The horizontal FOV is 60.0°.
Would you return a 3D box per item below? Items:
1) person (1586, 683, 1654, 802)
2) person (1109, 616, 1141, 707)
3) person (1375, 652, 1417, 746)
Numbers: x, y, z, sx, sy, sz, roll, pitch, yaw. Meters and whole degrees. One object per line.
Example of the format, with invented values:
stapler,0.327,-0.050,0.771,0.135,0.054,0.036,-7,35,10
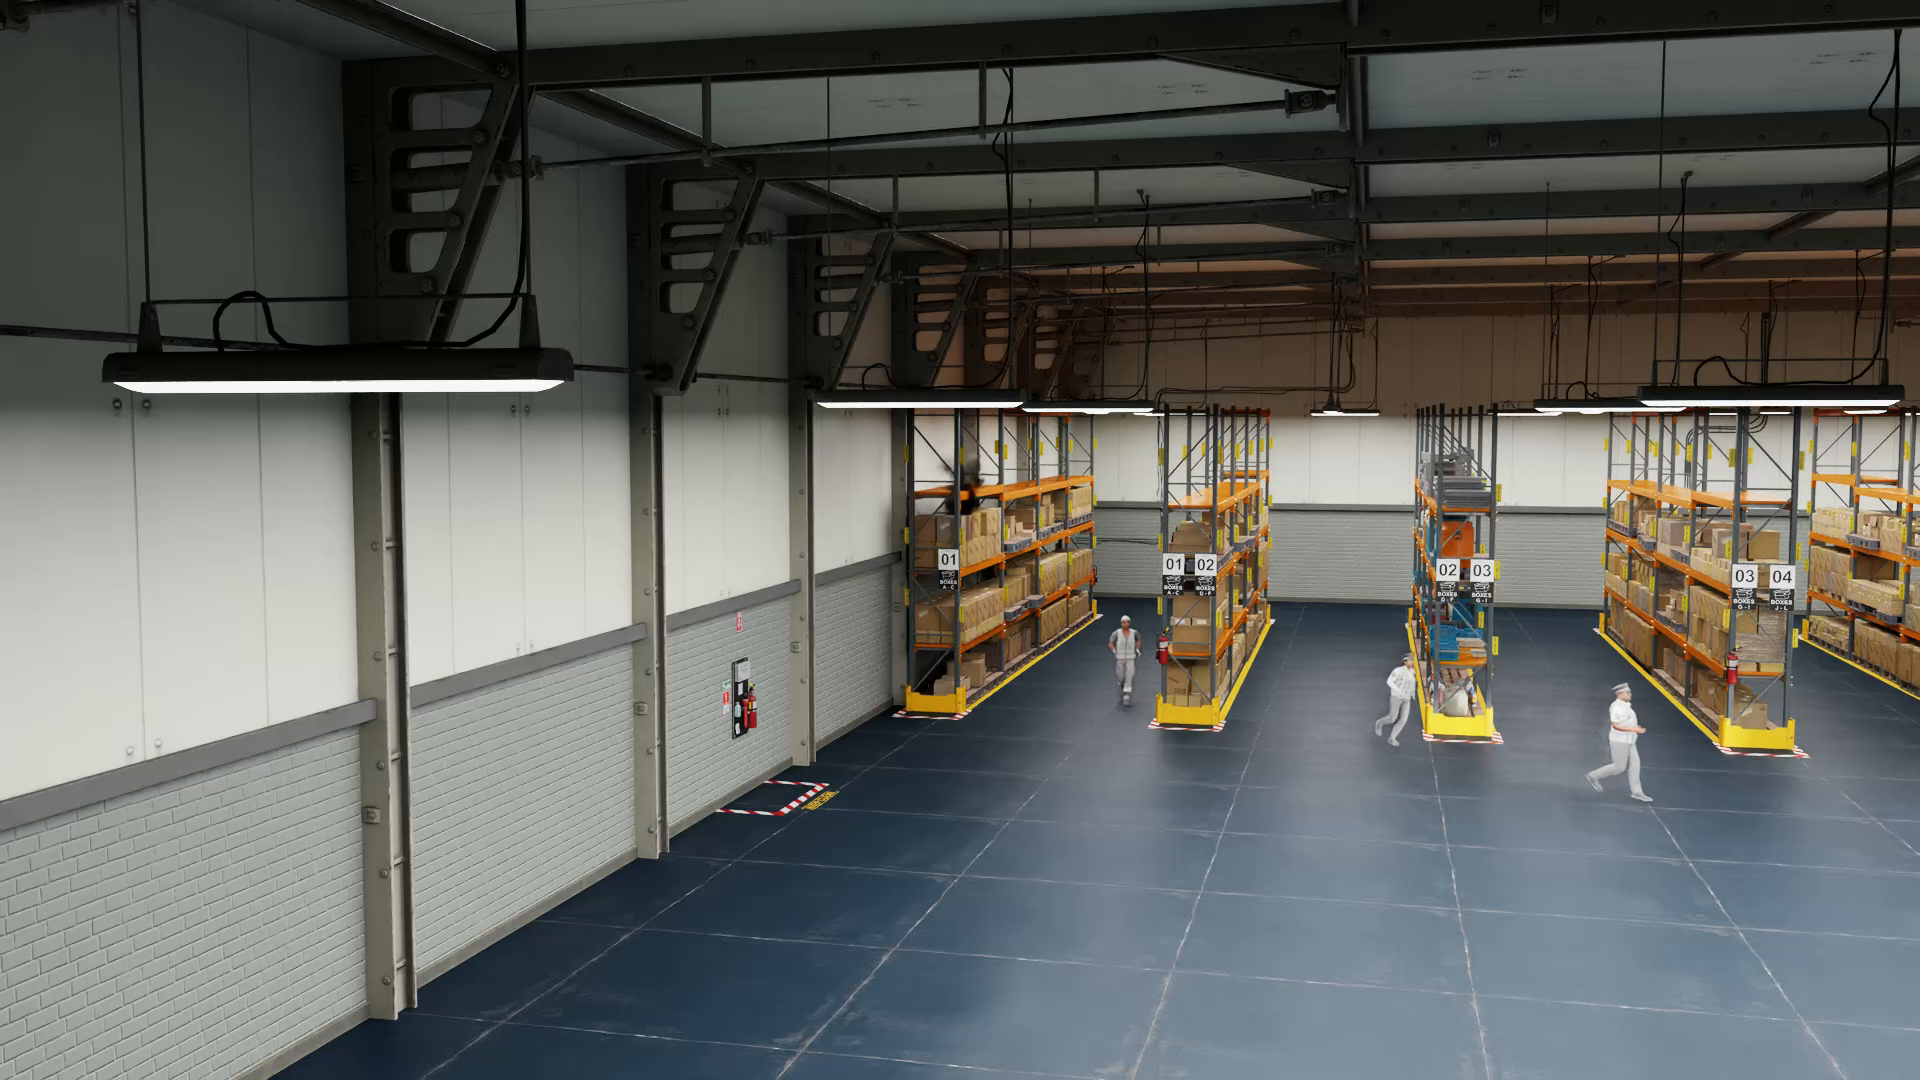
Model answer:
person,9.924,3.015,24.956,0.954,1.779,0.664,3,5,34
person,3.320,2.402,33.408,0.657,1.778,0.953,0,4,4
person,7.795,2.780,29.444,0.652,1.623,0.708,-1,4,-20
